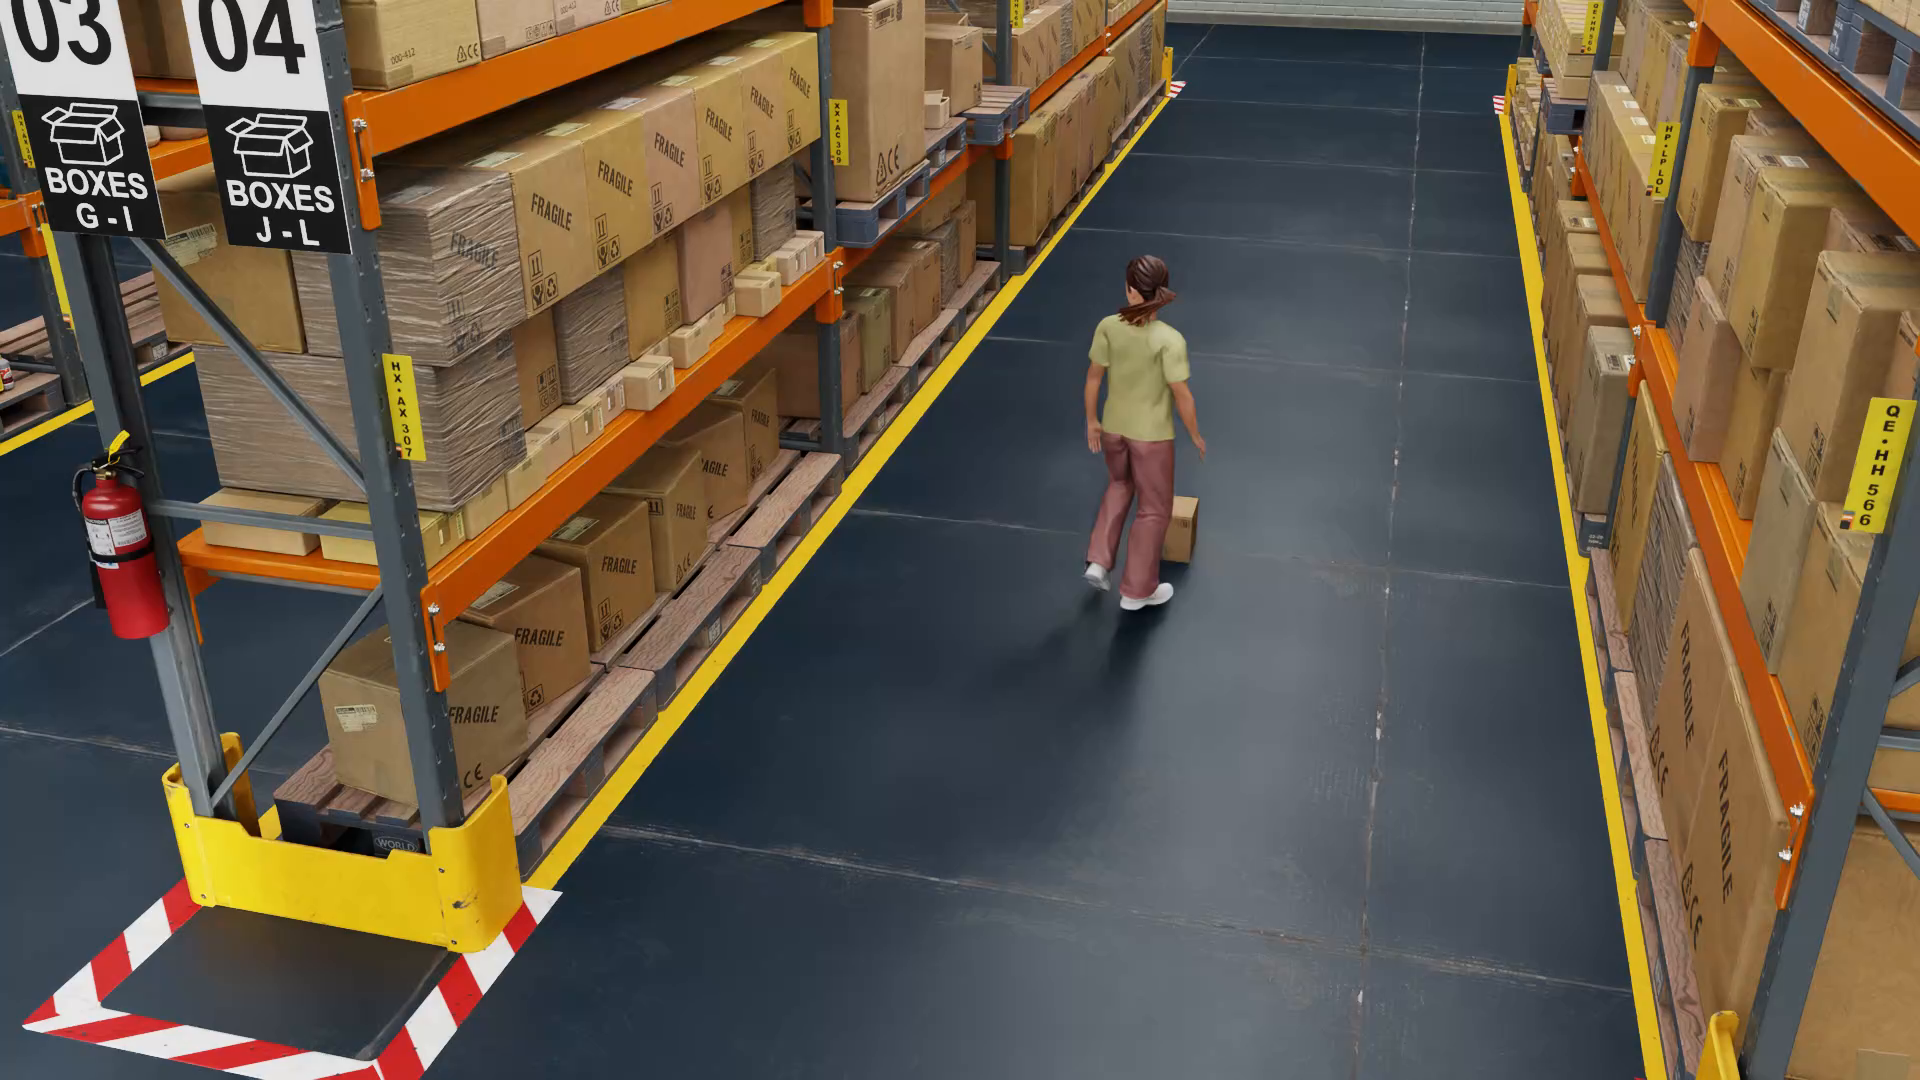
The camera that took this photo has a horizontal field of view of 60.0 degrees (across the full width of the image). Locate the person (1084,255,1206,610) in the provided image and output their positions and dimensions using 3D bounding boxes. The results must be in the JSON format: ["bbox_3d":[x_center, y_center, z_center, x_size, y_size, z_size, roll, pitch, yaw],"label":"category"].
[{"bbox_3d":[0.827,-0.467,7.547,0.510,1.686,0.402,21,33,37],"label":"person"}]
